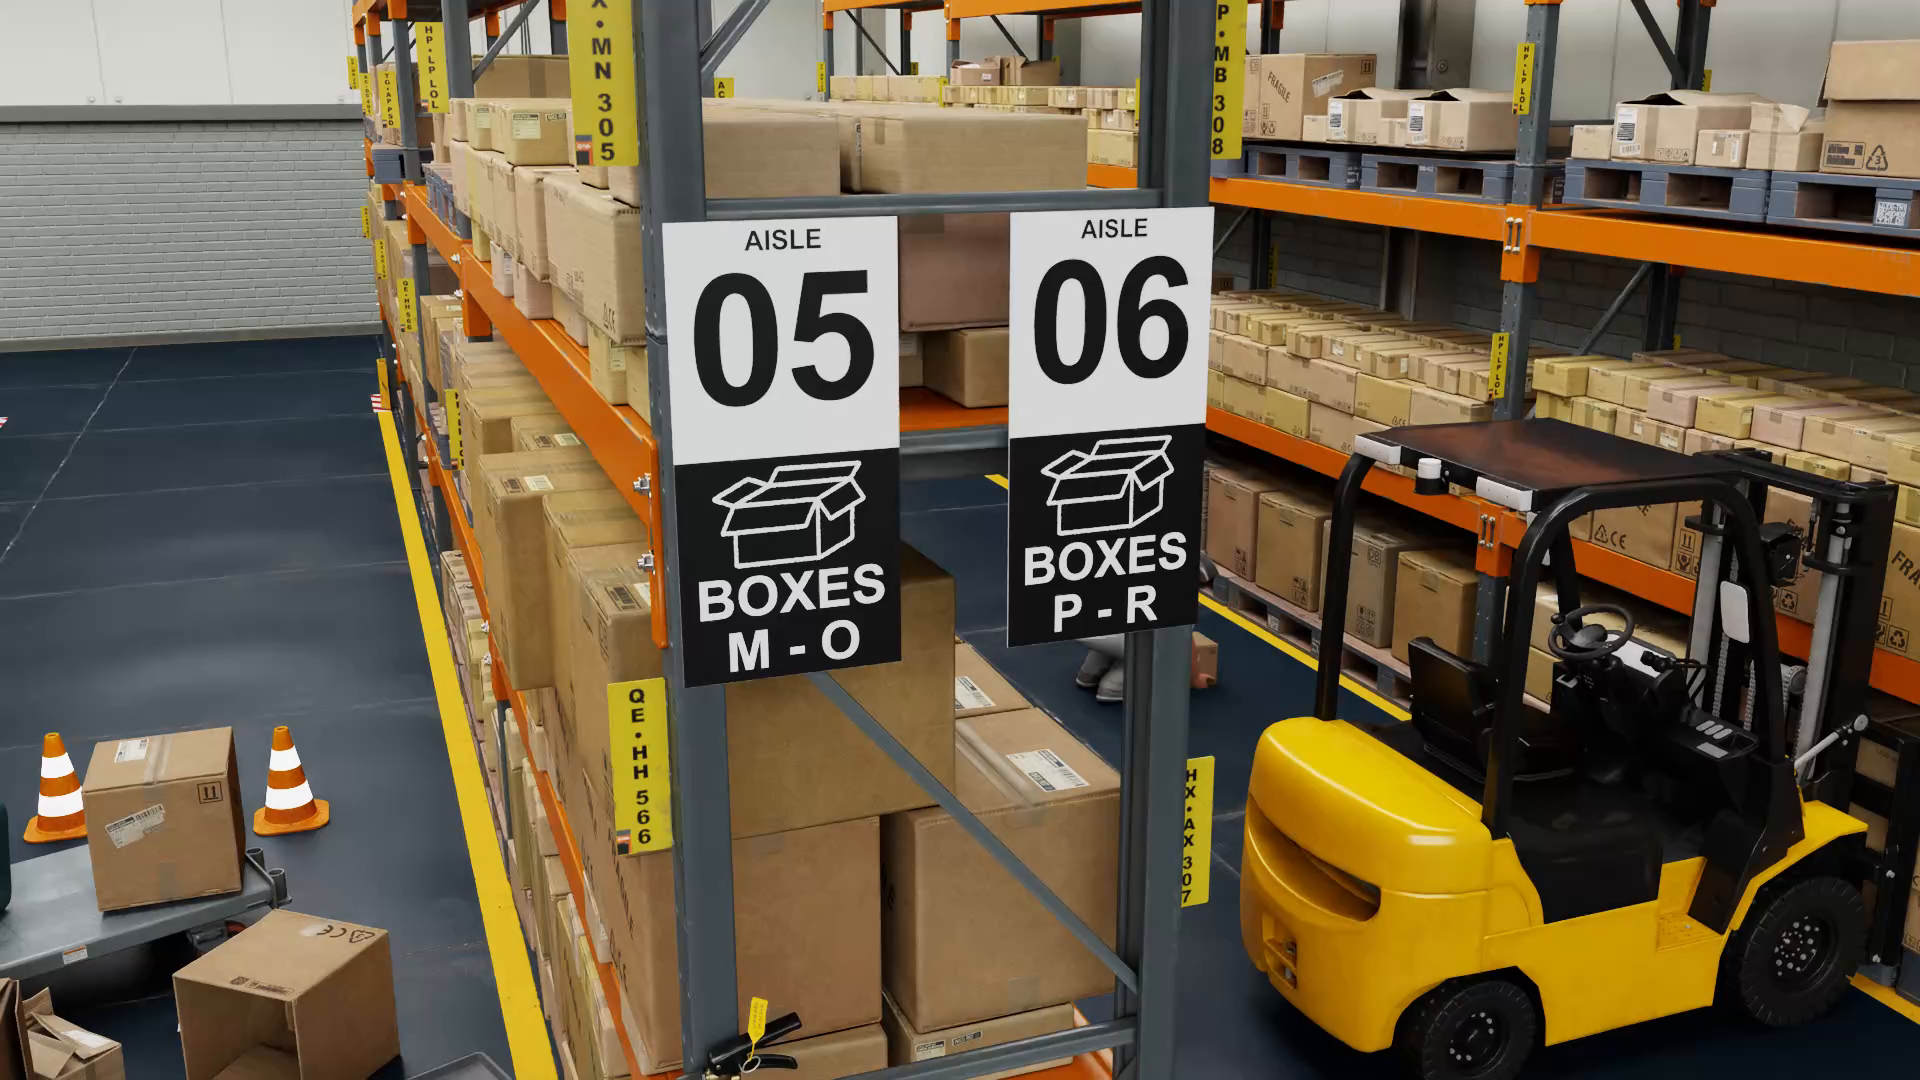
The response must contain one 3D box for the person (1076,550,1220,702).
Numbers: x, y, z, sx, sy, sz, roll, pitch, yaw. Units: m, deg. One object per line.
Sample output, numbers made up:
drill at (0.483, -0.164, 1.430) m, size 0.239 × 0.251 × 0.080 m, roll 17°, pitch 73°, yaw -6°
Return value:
person at (1.050, 0.491, 9.596) m, size 1.008 × 0.855 × 0.536 m, roll -6°, pitch 17°, yaw -21°
